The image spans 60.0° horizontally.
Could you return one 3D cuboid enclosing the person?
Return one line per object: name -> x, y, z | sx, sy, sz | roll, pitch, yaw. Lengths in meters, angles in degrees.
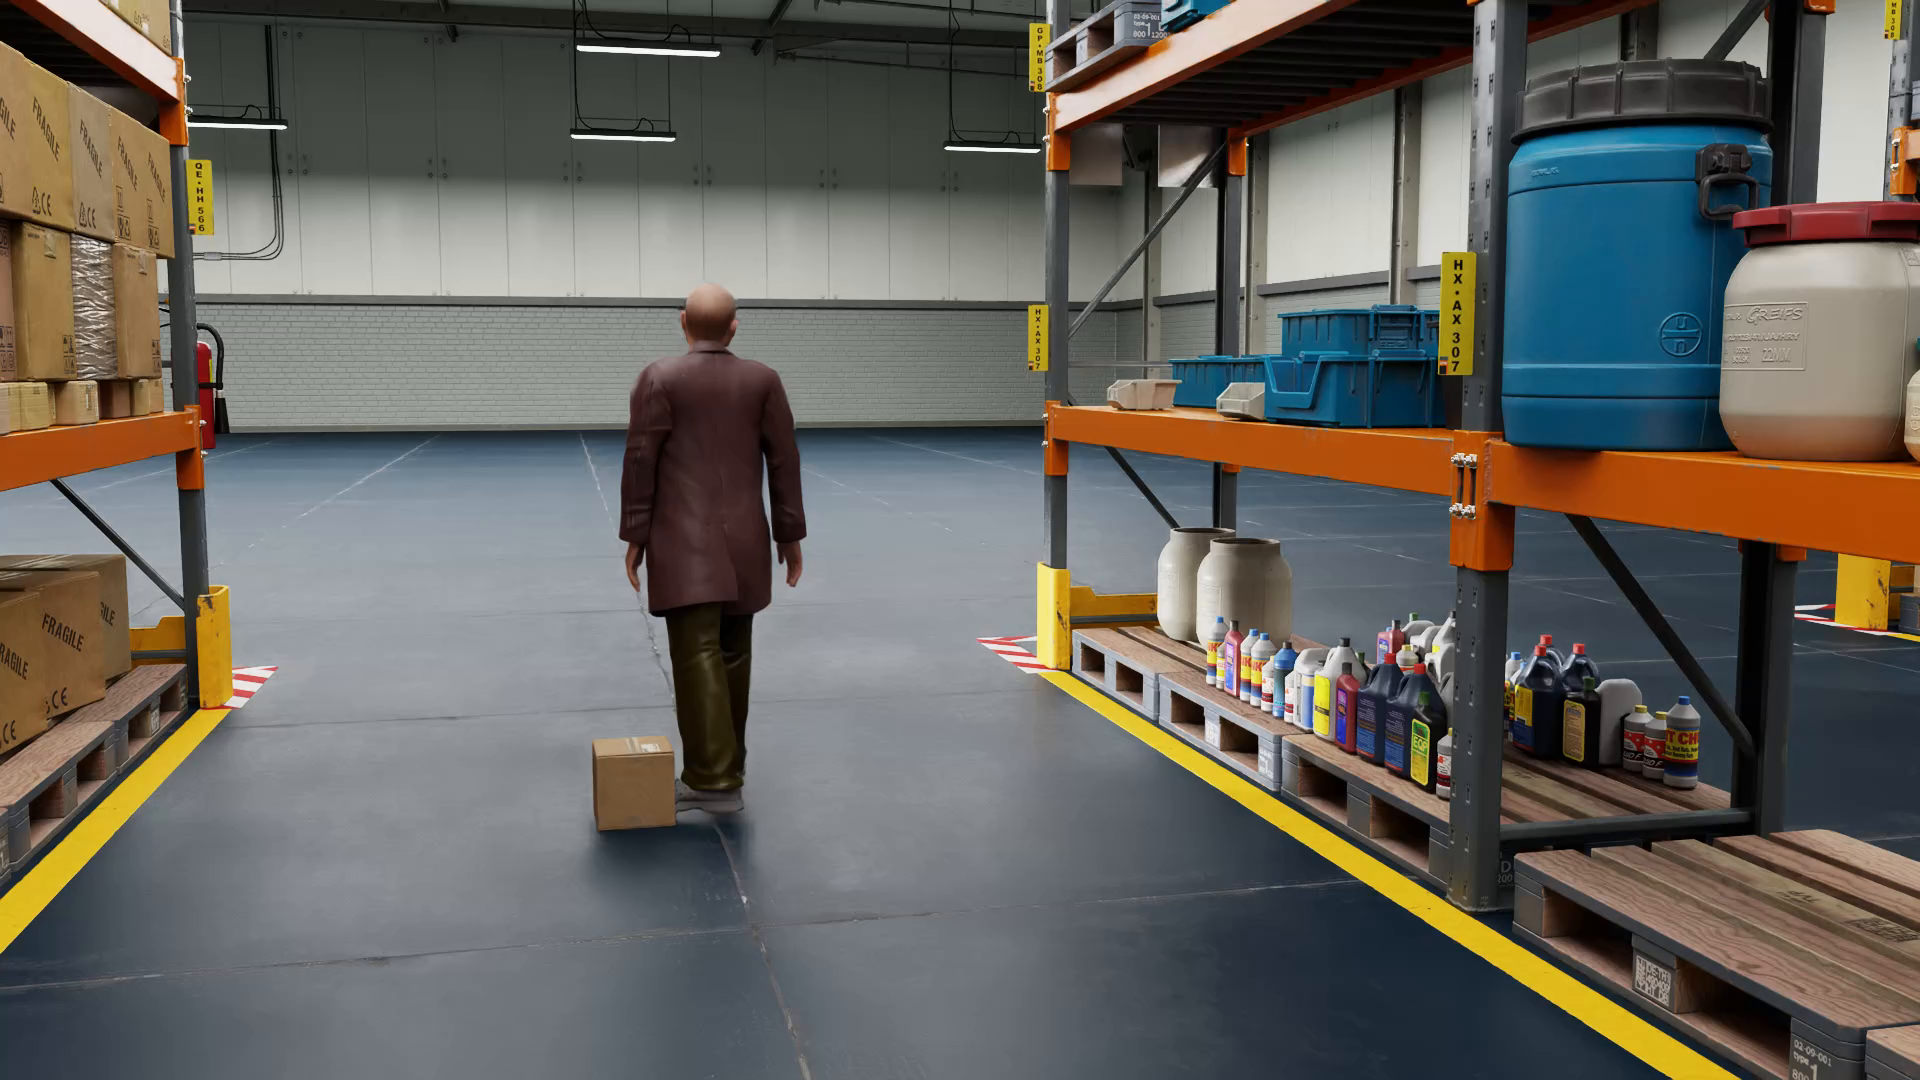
person -> -0.853, 0.015, 5.710 | 0.652, 1.777, 0.690 | -4, 7, -31
